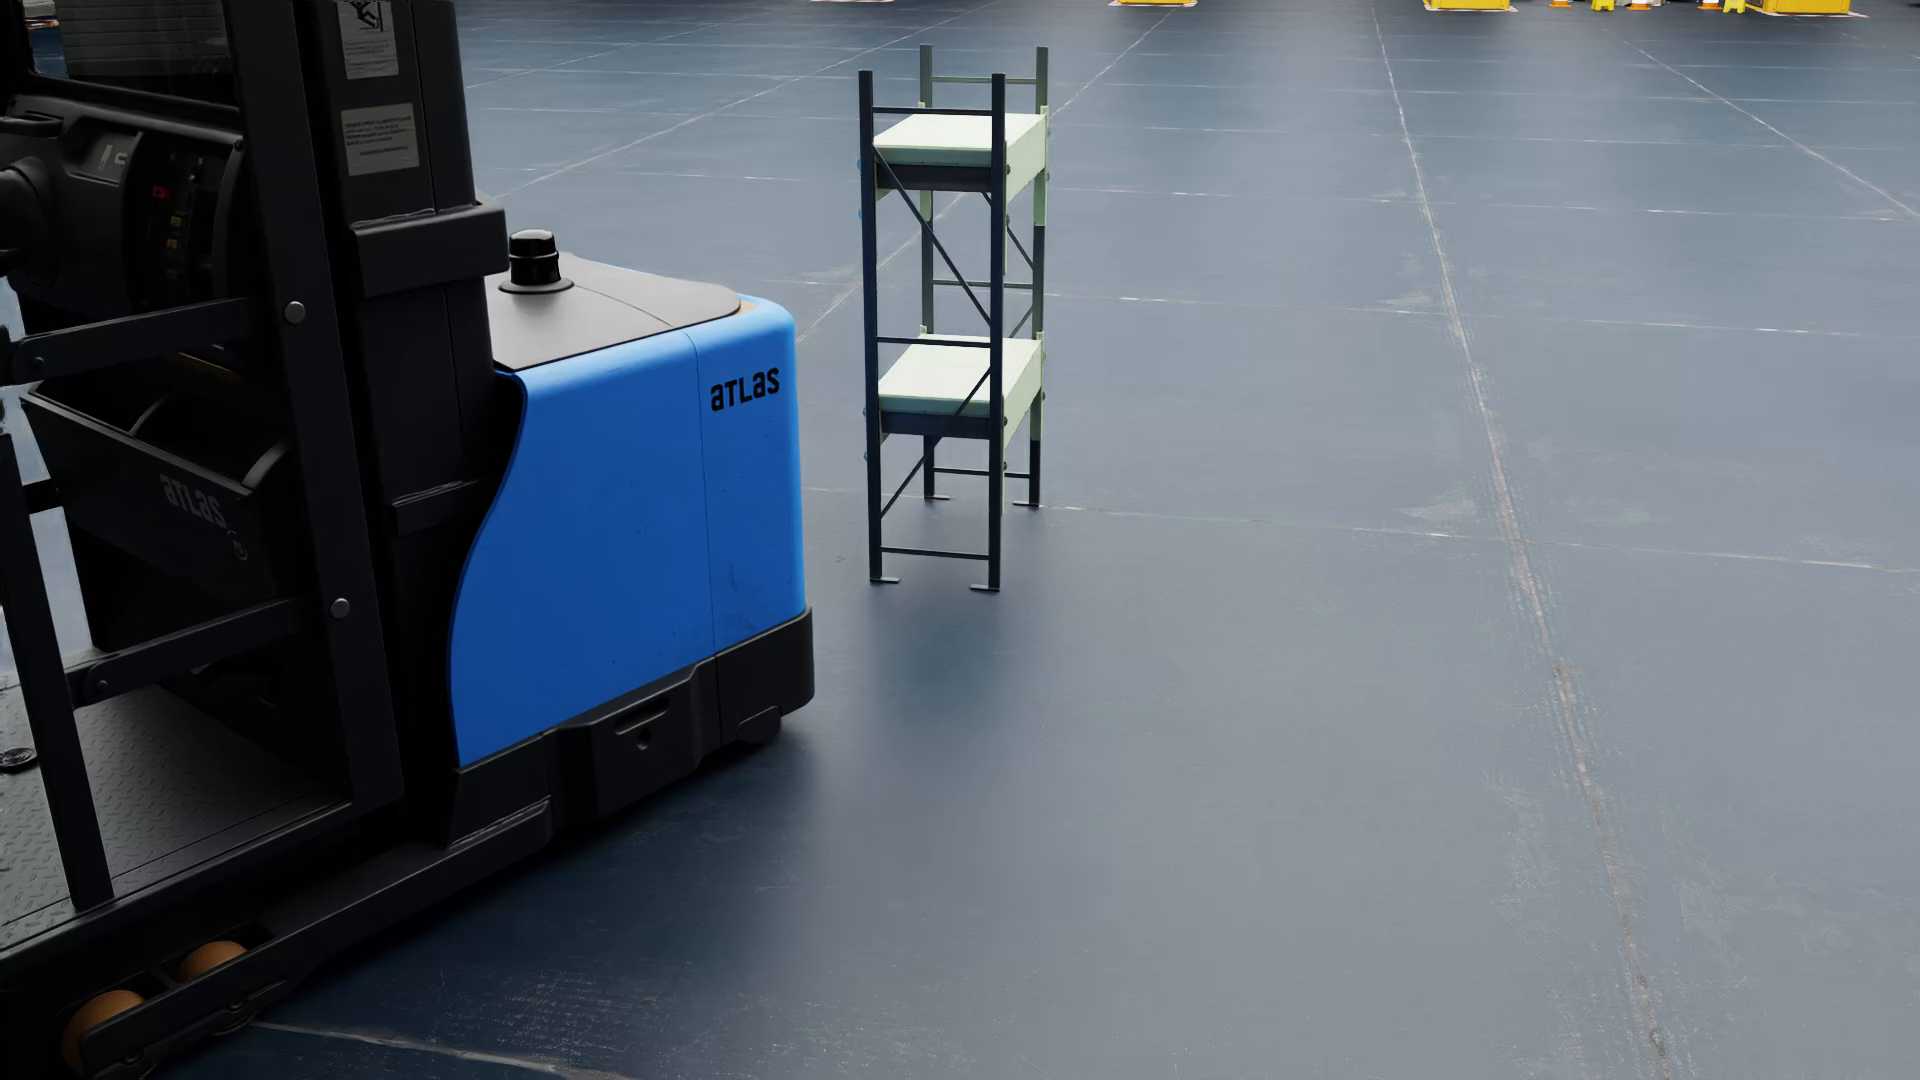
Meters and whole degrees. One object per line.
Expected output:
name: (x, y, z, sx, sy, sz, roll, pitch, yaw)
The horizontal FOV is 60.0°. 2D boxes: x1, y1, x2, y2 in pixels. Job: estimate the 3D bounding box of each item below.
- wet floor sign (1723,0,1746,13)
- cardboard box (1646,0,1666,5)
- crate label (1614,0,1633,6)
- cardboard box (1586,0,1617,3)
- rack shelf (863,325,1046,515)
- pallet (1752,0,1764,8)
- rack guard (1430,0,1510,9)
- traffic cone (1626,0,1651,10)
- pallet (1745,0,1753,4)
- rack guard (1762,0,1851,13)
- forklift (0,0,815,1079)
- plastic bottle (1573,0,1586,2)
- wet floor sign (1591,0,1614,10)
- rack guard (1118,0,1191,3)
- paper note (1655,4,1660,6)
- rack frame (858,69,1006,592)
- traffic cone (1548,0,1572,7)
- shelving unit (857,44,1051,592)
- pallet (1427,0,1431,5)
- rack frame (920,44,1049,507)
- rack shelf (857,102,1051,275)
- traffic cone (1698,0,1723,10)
wet floor sign: (11.782, -8.339, 25.194, 0.267, 0.644, 0.232, 13, 25, 29)
cardboard box: (11.158, -8.729, 26.829, 0.380, 0.149, 0.250, 18, 28, 38)
crate label: (10.637, -8.599, 26.521, 0.250, 0.136, 0.298, -7, 23, -17)
cardboard box: (10.748, -9.096, 27.265, 0.797, 0.503, 0.637, -11, 25, -26)
rack shelf: (-0.001, -0.391, 5.189, 0.431, 0.370, 0.720, 4, 22, 11)
pallet: (13.084, -8.447, 26.046, 1.003, 0.211, 1.213, 4, 22, 11)
rack guard: (7.997, -8.591, 26.015, 1.175, 0.500, 0.348, 4, 22, 11)
traffic cone: (10.537, -8.458, 25.735, 0.336, 0.463, 0.334, 4, 22, 11)
pallet: (13.335, -8.892, 27.150, 1.003, 0.211, 1.213, 4, 22, 11)
rack guard: (12.884, -8.287, 25.261, 1.175, 0.500, 0.348, 4, 22, 11)
forklift: (-1.696, -0.600, 2.921, 1.130, 2.935, 3.031, 17, 28, 36)
plastic bottle: (10.198, -8.925, 27.432, 0.133, 0.061, 0.283, -3, 22, -8)
wet floor sign: (9.934, -8.505, 25.609, 0.267, 0.644, 0.232, 1, 22, 2)
rack guard: (3.182, -9.042, 27.136, 1.175, 0.500, 0.348, 4, 22, 11)
paper note: (11.112, -8.539, 26.514, 0.148, 0.019, 0.142, -3, 22, -8)
rack frame: (-0.076, -0.559, 4.735, 0.400, 1.500, 0.023, 4, 22, 11)
traffic cone: (9.500, -8.668, 26.257, 0.336, 0.463, 0.334, 4, 22, 11)
shelving unit: (-0.001, -0.693, 5.067, 0.431, 1.500, 0.755, 4, 22, 11)
pallet: (8.088, -8.764, 26.832, 1.003, 0.211, 1.213, 4, 22, 11)
rack frame: (0.073, -0.827, 5.400, 0.400, 1.500, 0.023, 4, 22, 11)
rack shelf: (-0.001, -1.055, 4.922, 0.431, 0.370, 0.720, 4, 22, 11)
traffic cone: (11.693, -8.497, 25.833, 0.336, 0.463, 0.334, 4, 22, 11)
